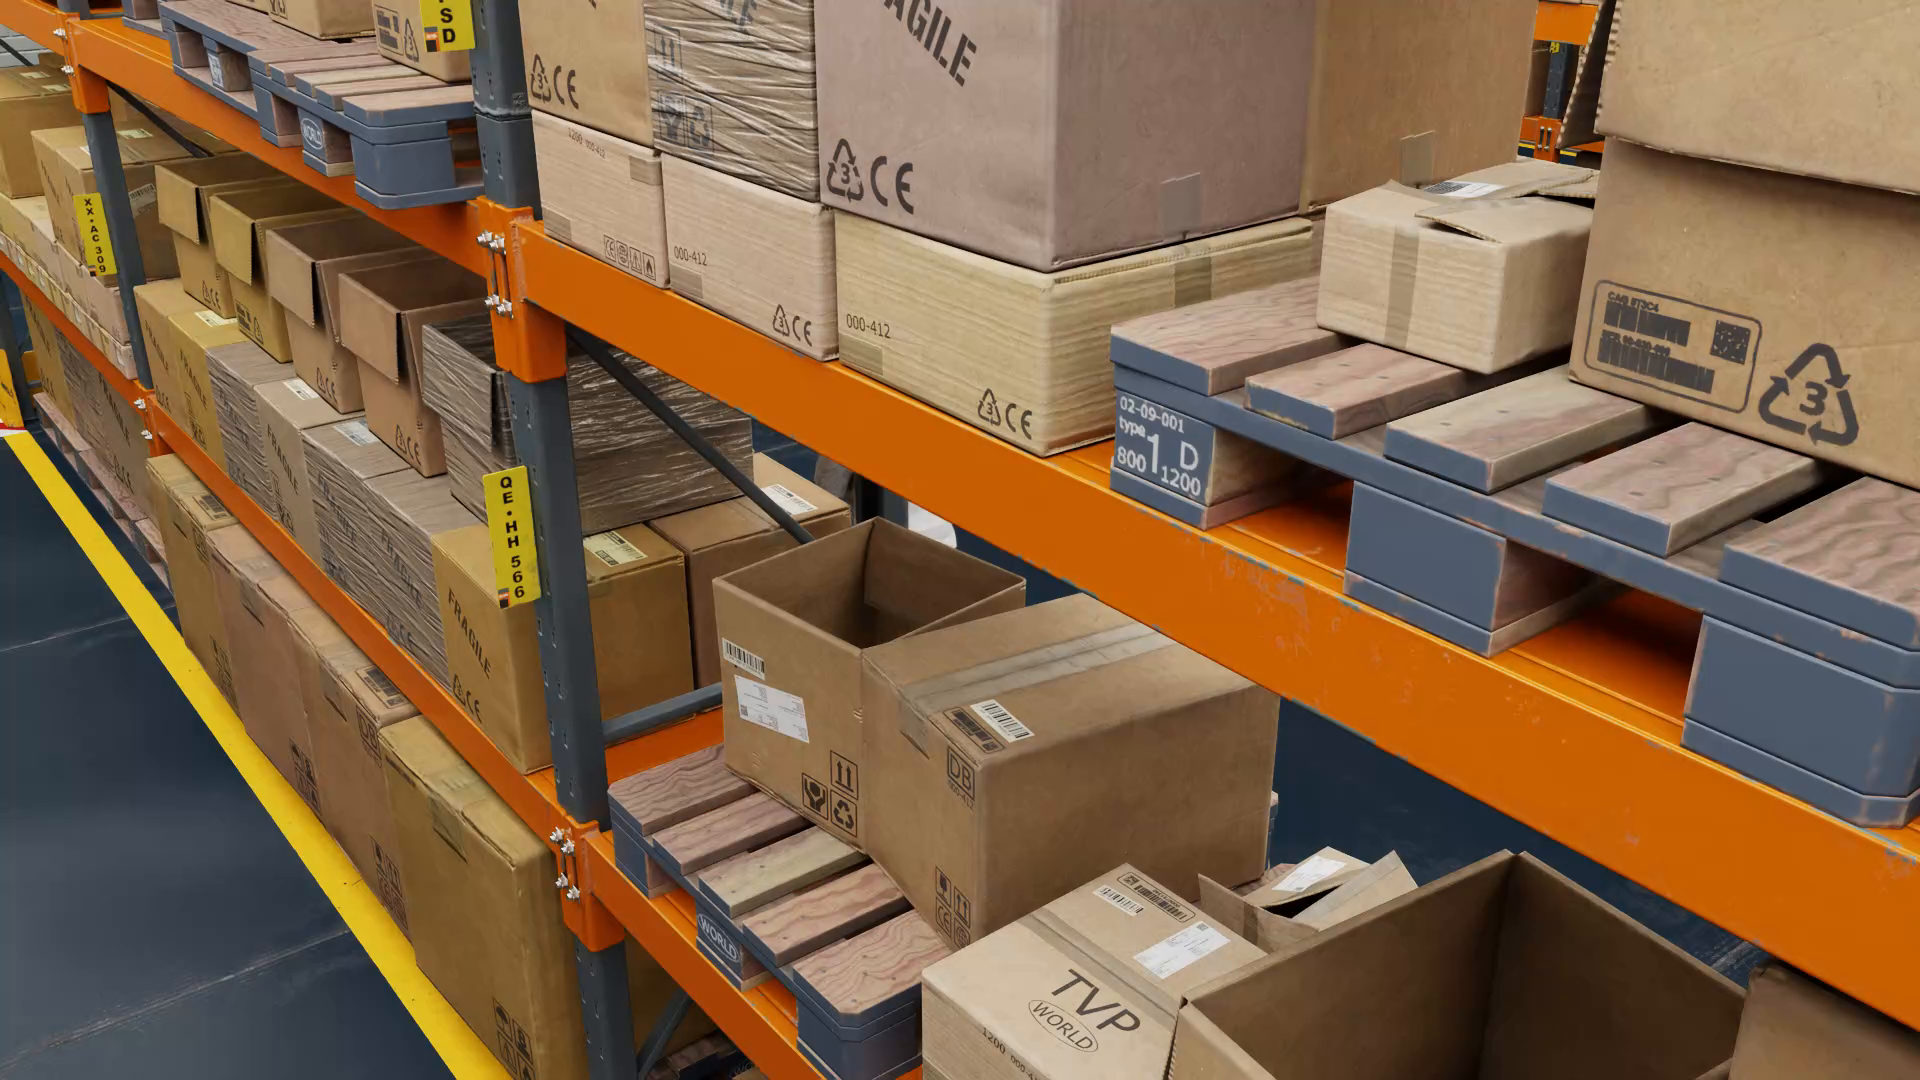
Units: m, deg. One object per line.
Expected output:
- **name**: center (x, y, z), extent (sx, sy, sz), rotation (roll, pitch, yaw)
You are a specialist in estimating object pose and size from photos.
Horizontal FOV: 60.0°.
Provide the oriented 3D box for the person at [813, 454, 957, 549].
- **person**: center (-0.325, 0.039, 6.666), extent (0.592, 1.644, 0.582), rotation (-17, 30, -33)
